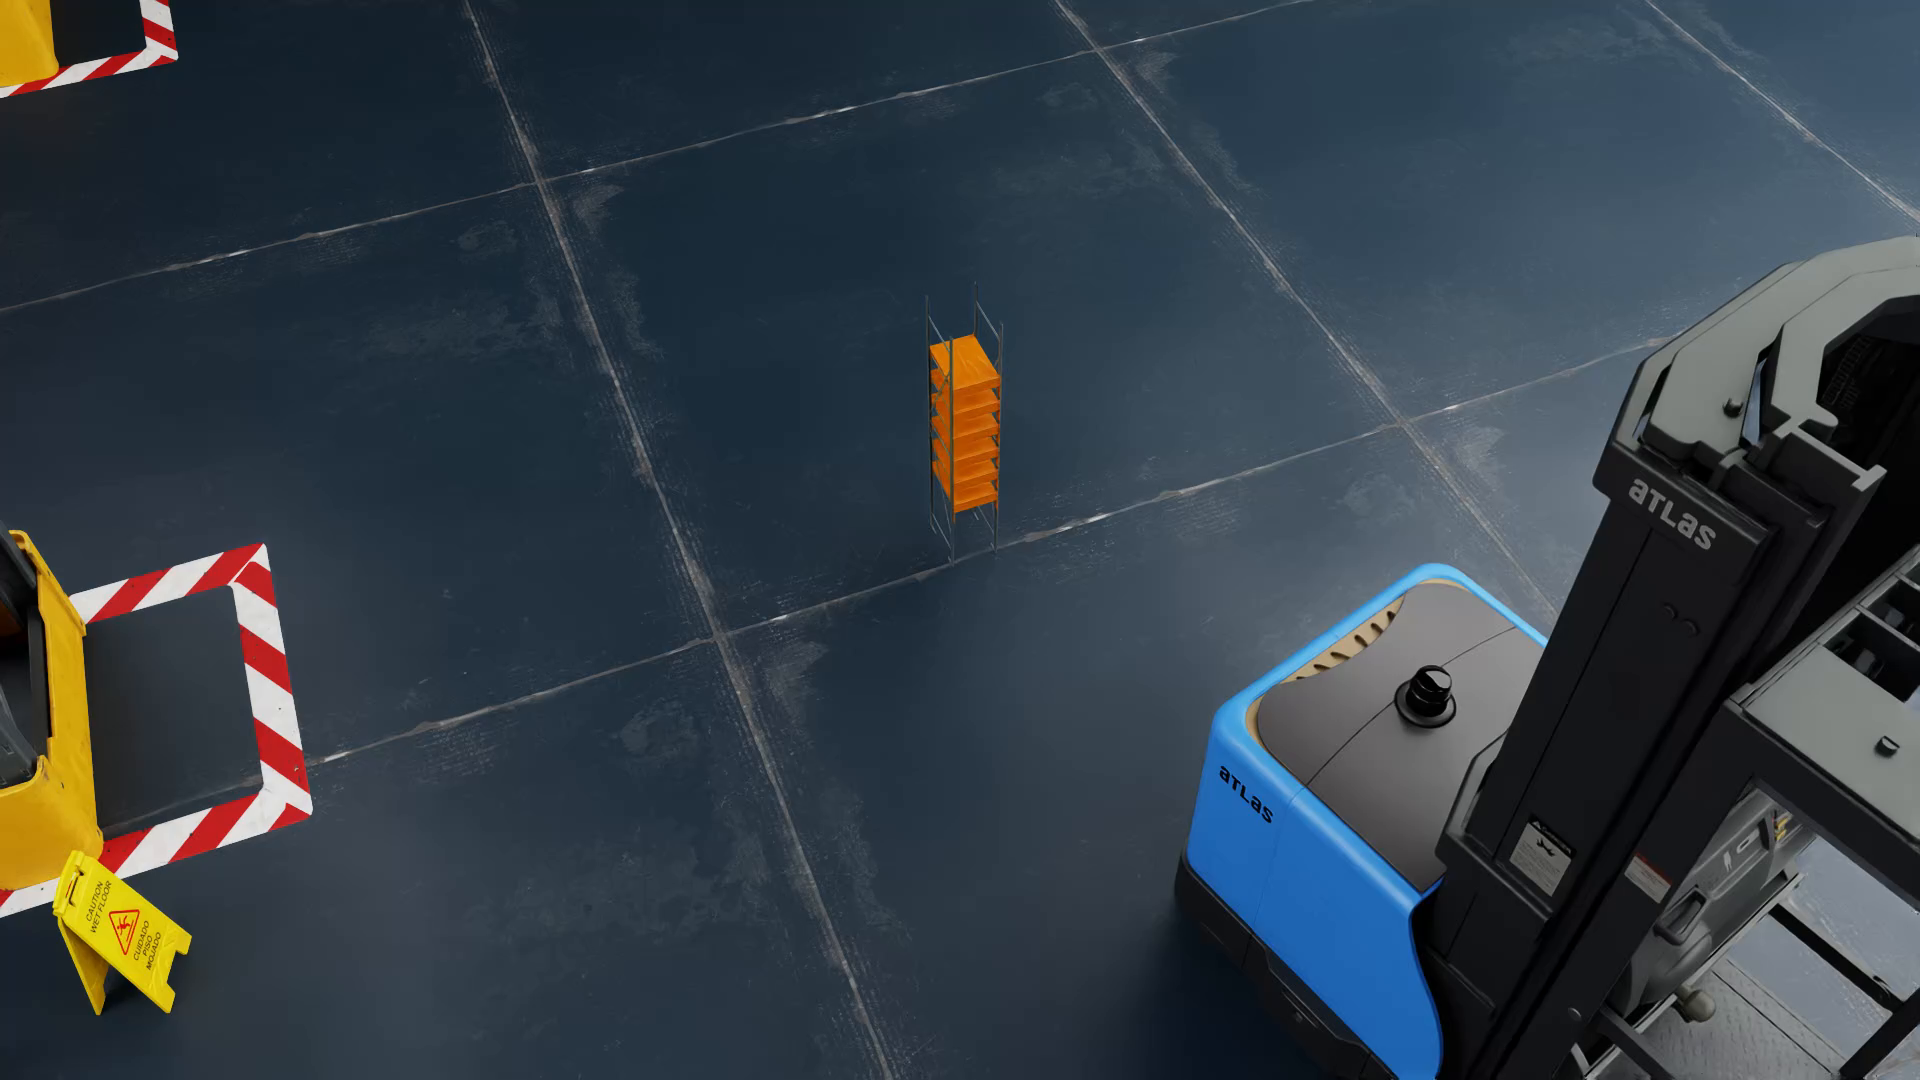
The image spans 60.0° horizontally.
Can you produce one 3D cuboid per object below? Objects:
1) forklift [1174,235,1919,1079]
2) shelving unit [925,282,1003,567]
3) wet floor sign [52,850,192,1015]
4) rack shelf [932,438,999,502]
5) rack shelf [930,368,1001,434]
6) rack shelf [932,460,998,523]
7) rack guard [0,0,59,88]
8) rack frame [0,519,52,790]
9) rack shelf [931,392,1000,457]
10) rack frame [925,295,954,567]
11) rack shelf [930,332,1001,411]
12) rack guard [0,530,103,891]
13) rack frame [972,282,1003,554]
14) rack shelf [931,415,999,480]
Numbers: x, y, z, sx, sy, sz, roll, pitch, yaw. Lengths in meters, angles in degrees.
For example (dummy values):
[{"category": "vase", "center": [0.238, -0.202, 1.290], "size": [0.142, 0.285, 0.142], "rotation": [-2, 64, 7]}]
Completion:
[{"category": "forklift", "center": [2.016, 0.895, 3.890], "size": [1.130, 2.935, 3.031], "rotation": [-31, 56, -24]}, {"category": "shelving unit", "center": [0.013, -0.395, 6.139], "size": [0.189, 1.200, 0.258], "rotation": [-17, 52, -14]}, {"category": "wet floor sign", "center": [-2.637, 1.199, 5.135], "size": [0.232, 0.644, 0.267], "rotation": [-2, 49, -1]}, {"category": "rack shelf", "center": [0.013, -0.288, 6.264], "size": [0.180, 0.103, 0.258], "rotation": [-17, 52, -14]}, {"category": "rack shelf", "center": [0.013, -0.522, 5.991], "size": [0.180, 0.103, 0.258], "rotation": [-17, 52, -14]}, {"category": "rack shelf", "center": [0.013, -0.210, 6.355], "size": [0.180, 0.103, 0.258], "rotation": [-17, 52, -14]}, {"category": "rack guard", "center": [-5.075, -2.942, 8.788], "size": [0.348, 0.500, 1.175], "rotation": [-17, 52, -14]}, {"category": "rack frame", "center": [-3.217, -0.265, 4.841], "size": [0.127, 3.000, 1.000], "rotation": [-17, 52, -14]}, {"category": "rack shelf", "center": [0.013, -0.444, 6.082], "size": [0.180, 0.103, 0.258], "rotation": [-17, 52, -14]}, {"category": "rack frame", "center": [-0.071, -0.369, 6.117], "size": [0.006, 1.200, 0.240], "rotation": [-17, 52, -14]}, {"category": "rack shelf", "center": [0.013, -0.601, 5.900], "size": [0.180, 0.103, 0.258], "rotation": [-17, 52, -14]}, {"category": "rack guard", "center": [-3.287, 0.572, 5.770], "size": [0.348, 0.500, 1.175], "rotation": [-17, 52, -14]}, {"category": "rack frame", "center": [0.098, -0.421, 6.162], "size": [0.006, 1.200, 0.240], "rotation": [-17, 52, -14]}, {"category": "rack shelf", "center": [0.013, -0.366, 6.173], "size": [0.180, 0.103, 0.258], "rotation": [-17, 52, -14]}]
